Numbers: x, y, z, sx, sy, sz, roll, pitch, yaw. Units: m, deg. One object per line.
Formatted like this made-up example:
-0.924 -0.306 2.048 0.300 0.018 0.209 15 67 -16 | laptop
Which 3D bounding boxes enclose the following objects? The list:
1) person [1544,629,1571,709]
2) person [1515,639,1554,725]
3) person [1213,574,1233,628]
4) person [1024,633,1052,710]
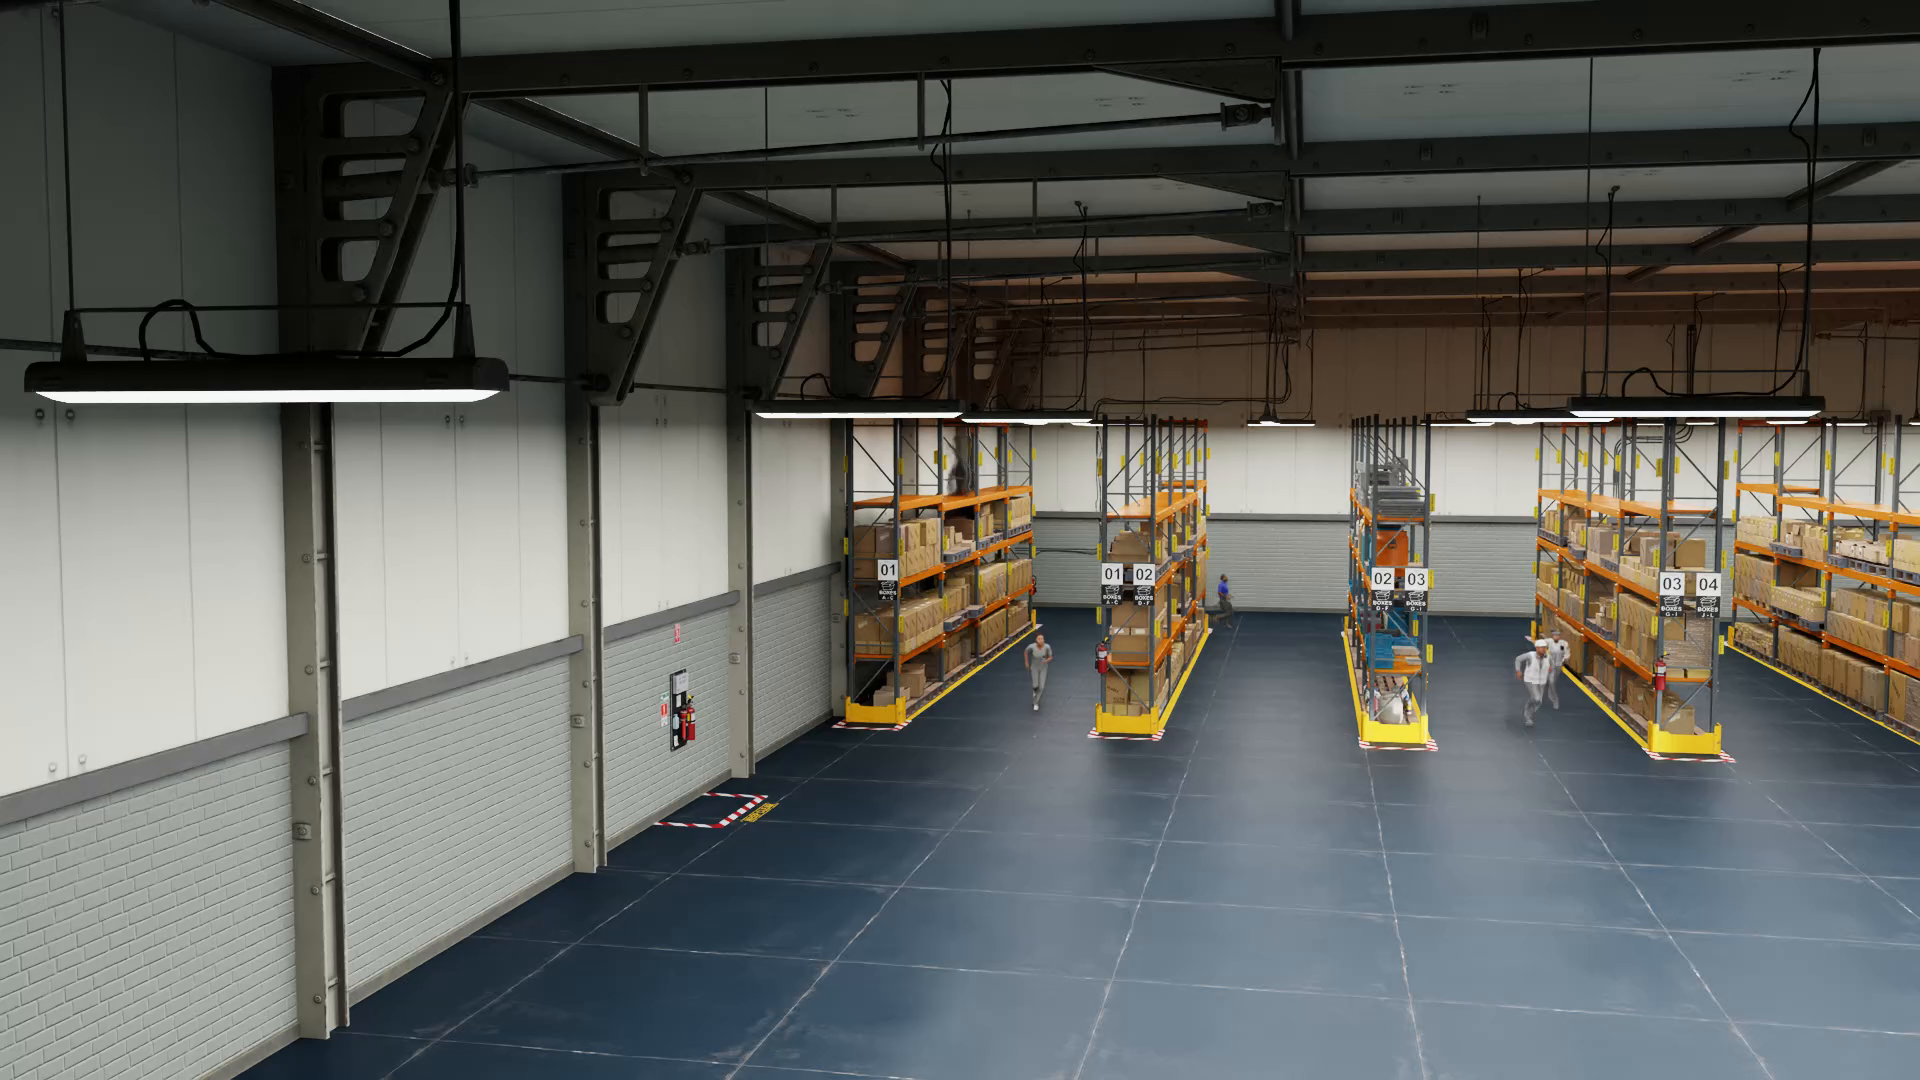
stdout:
12.296 2.633 34.487 0.615 1.689 0.933 1 4 12 | person
11.075 2.739 31.963 0.644 1.698 0.801 -1 4 -11 | person
7.583 1.757 47.961 0.561 1.585 0.585 1 4 16 | person
1.606 2.676 33.974 0.553 1.597 0.685 0 4 -6 | person
